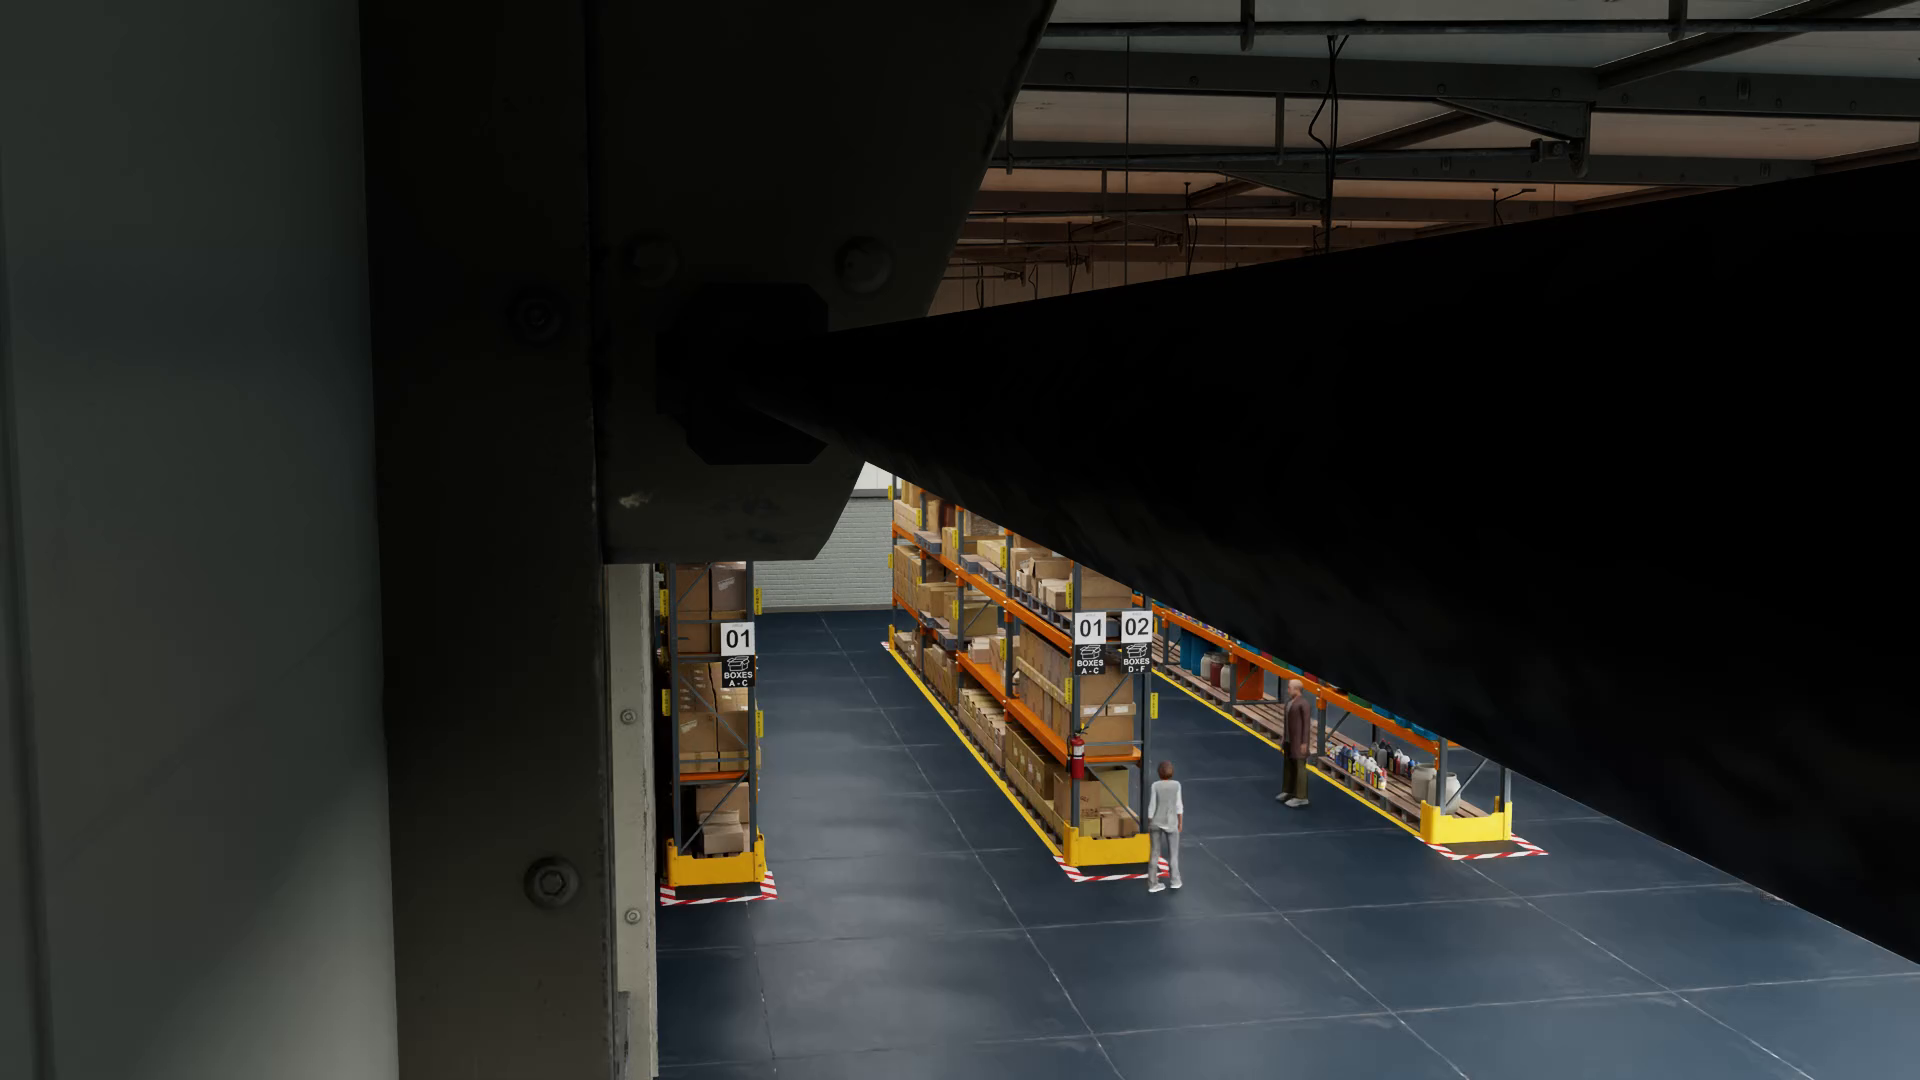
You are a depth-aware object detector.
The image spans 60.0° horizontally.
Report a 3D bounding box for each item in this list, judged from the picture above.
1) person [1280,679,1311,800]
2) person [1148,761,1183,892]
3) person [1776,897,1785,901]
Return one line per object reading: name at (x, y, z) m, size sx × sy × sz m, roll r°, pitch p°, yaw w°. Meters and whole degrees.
person at (4.795, 2.860, 23.771) m, size 0.346 × 1.654 × 0.636 m, roll -2°, pitch 6°, yaw -17°
person at (2.475, 3.401, 19.895) m, size 0.390 × 1.581 × 0.503 m, roll 3°, pitch 7°, yaw 23°
person at (9.792, 3.450, 19.595) m, size 0.512 × 1.566 × 0.519 m, roll -3°, pitch 7°, yaw -25°
